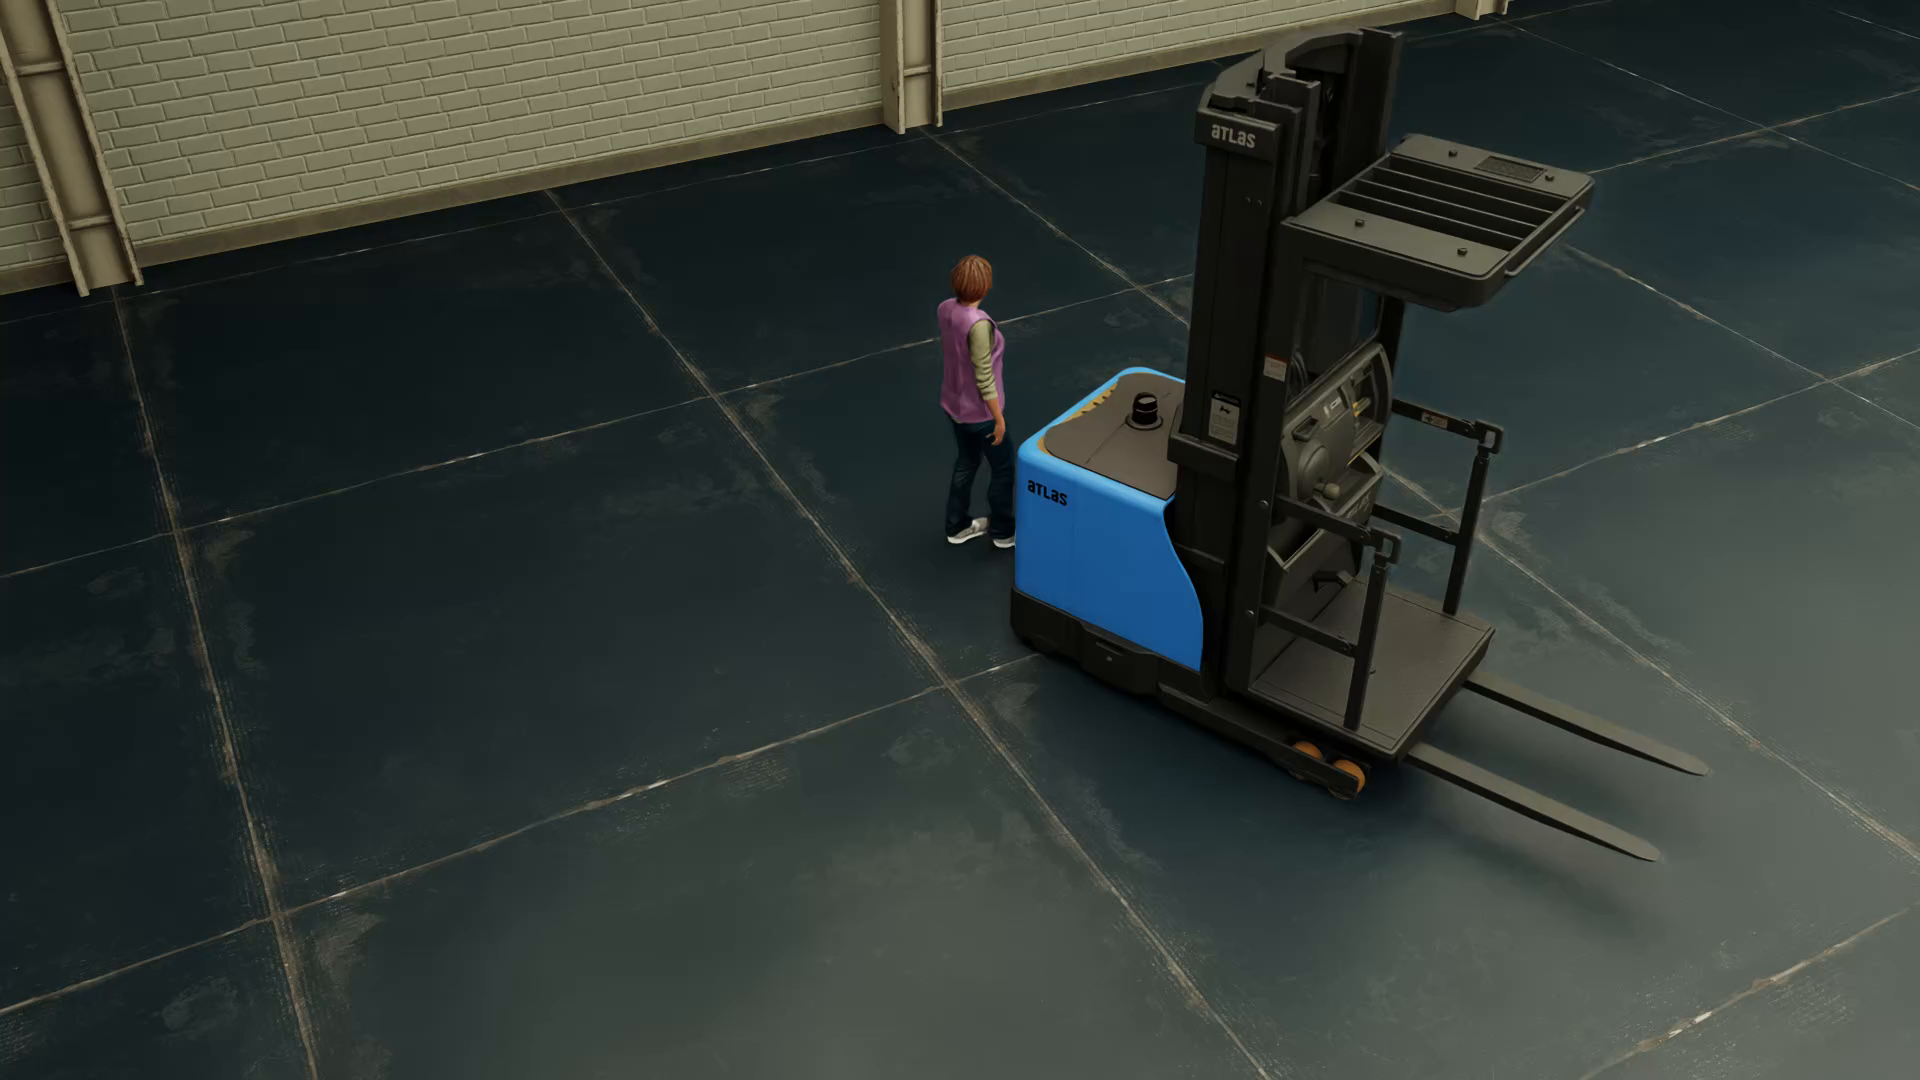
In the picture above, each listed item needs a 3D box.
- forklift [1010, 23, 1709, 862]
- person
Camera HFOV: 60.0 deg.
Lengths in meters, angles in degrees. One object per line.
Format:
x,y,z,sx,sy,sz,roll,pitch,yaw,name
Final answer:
1.719,-0.440,6.746,3.031,2.935,1.130,24,42,30,forklift
0.127,-0.683,8.267,0.476,1.575,0.542,-19,40,-25,person
